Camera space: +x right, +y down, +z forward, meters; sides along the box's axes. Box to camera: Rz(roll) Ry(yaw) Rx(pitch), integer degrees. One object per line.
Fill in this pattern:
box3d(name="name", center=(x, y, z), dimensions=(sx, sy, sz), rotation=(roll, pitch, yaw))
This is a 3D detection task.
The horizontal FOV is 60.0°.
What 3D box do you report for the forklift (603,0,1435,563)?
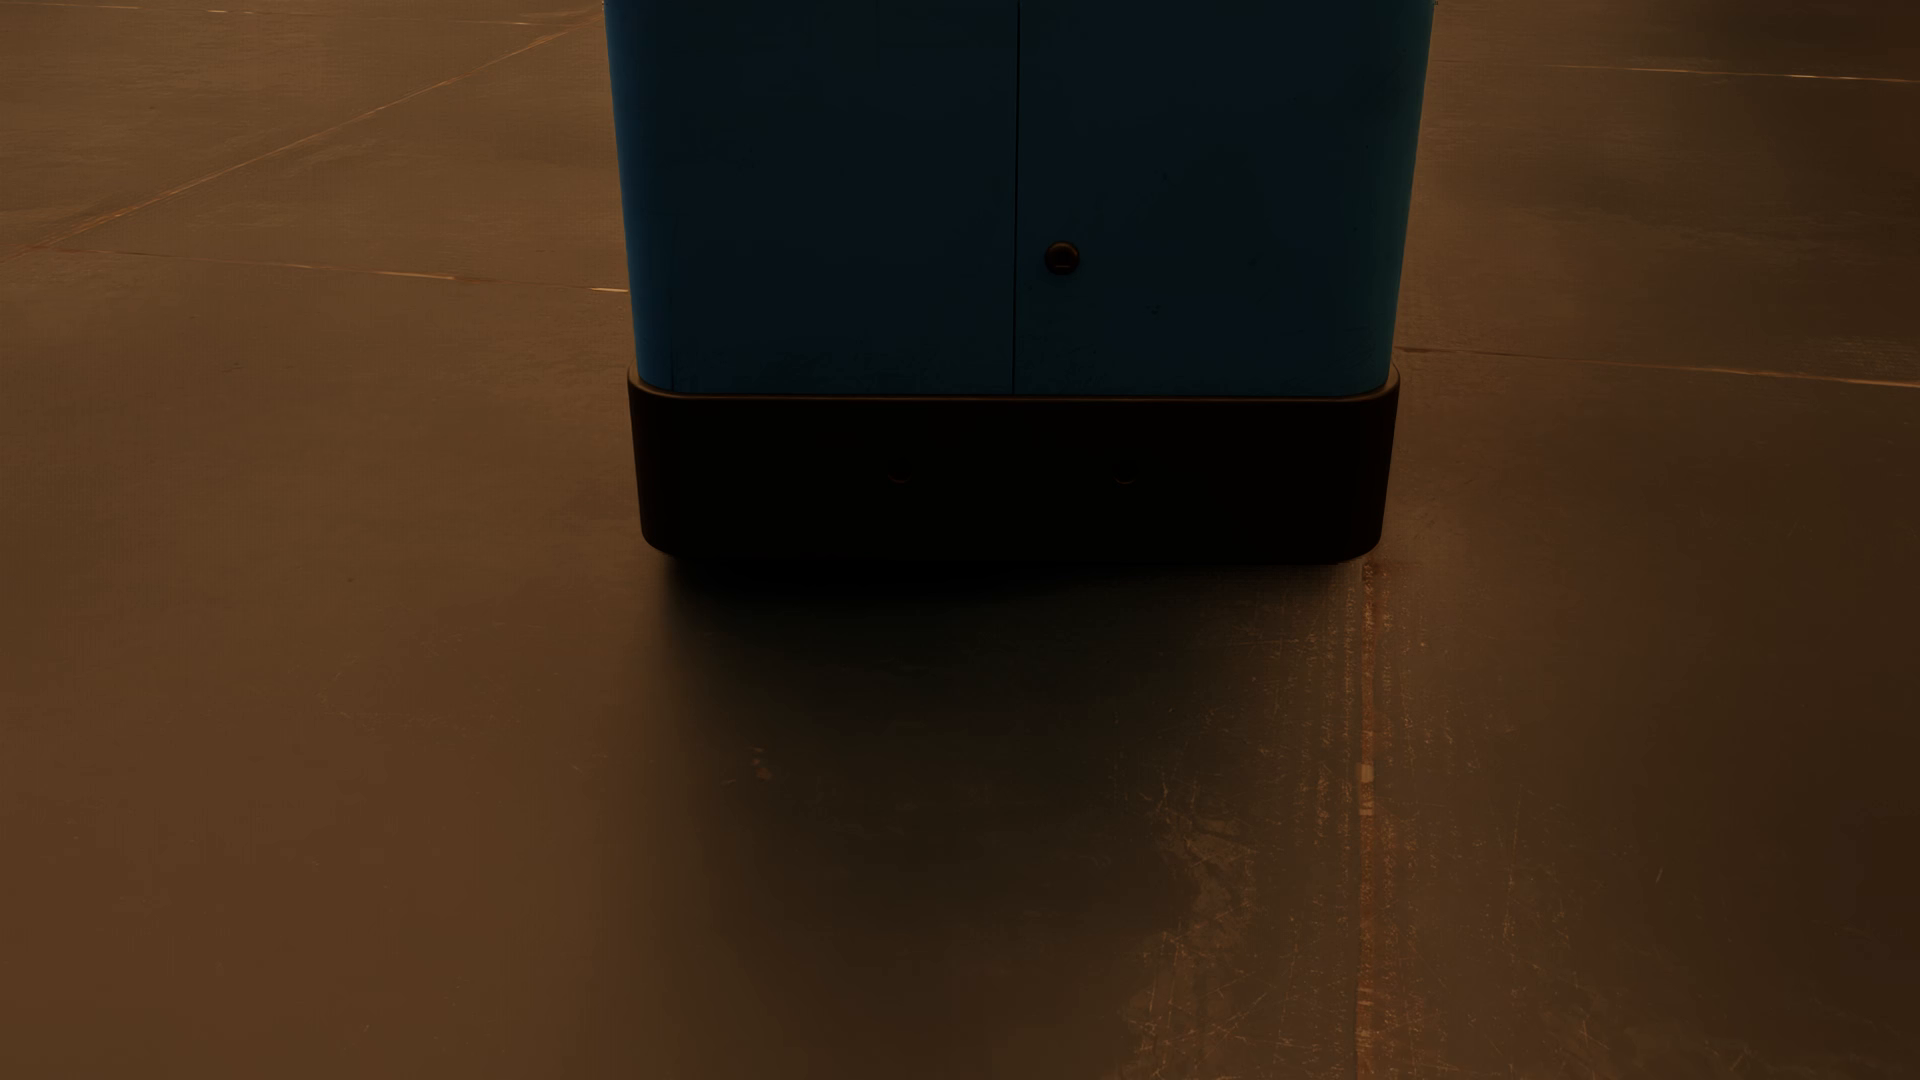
box3d(name="forklift", center=(0.089, -1.896, 3.004), dimensions=(1.130, 2.935, 3.031), rotation=(0, 27, 1))
